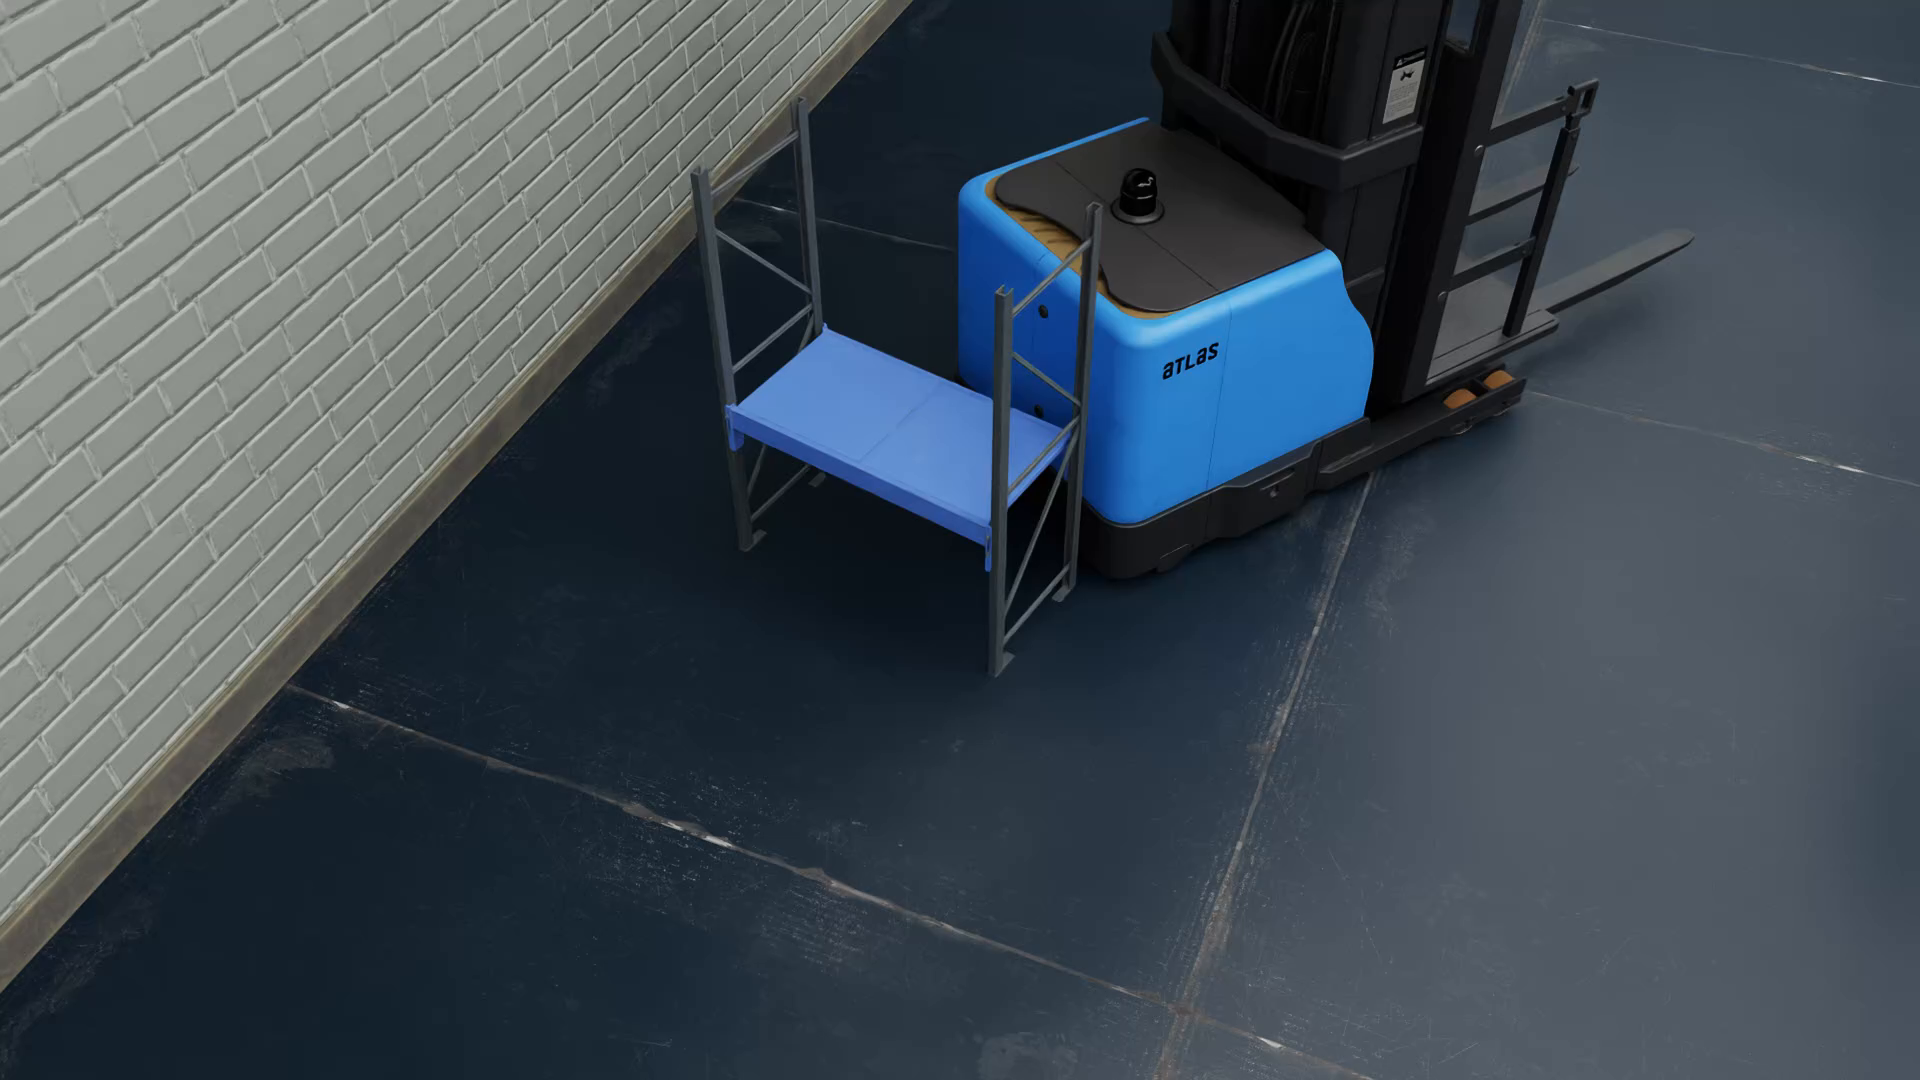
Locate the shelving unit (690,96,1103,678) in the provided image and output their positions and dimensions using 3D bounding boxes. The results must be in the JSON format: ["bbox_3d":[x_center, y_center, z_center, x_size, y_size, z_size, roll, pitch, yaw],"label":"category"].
[{"bbox_3d":[-0.184,-0.442,5.130,1.048,1.500,0.538,25,50,23],"label":"shelving unit"}]

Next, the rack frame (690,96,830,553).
[{"bbox_3d":[-0.607,-0.640,5.330,0.032,1.500,0.500,25,50,23],"label":"rack frame"}]

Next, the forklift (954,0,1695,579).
[{"bbox_3d":[1.494,-1.719,5.400,3.031,2.935,1.130,-24,50,-23],"label":"forklift"}]

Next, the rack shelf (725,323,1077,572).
[{"bbox_3d":[-0.184,-0.314,5.257,1.000,0.185,0.538,25,50,23],"label":"rack shelf"}]

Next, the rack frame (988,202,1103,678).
[{"bbox_3d":[0.240,-0.243,4.931,0.032,1.500,0.500,25,50,23],"label":"rack frame"}]
